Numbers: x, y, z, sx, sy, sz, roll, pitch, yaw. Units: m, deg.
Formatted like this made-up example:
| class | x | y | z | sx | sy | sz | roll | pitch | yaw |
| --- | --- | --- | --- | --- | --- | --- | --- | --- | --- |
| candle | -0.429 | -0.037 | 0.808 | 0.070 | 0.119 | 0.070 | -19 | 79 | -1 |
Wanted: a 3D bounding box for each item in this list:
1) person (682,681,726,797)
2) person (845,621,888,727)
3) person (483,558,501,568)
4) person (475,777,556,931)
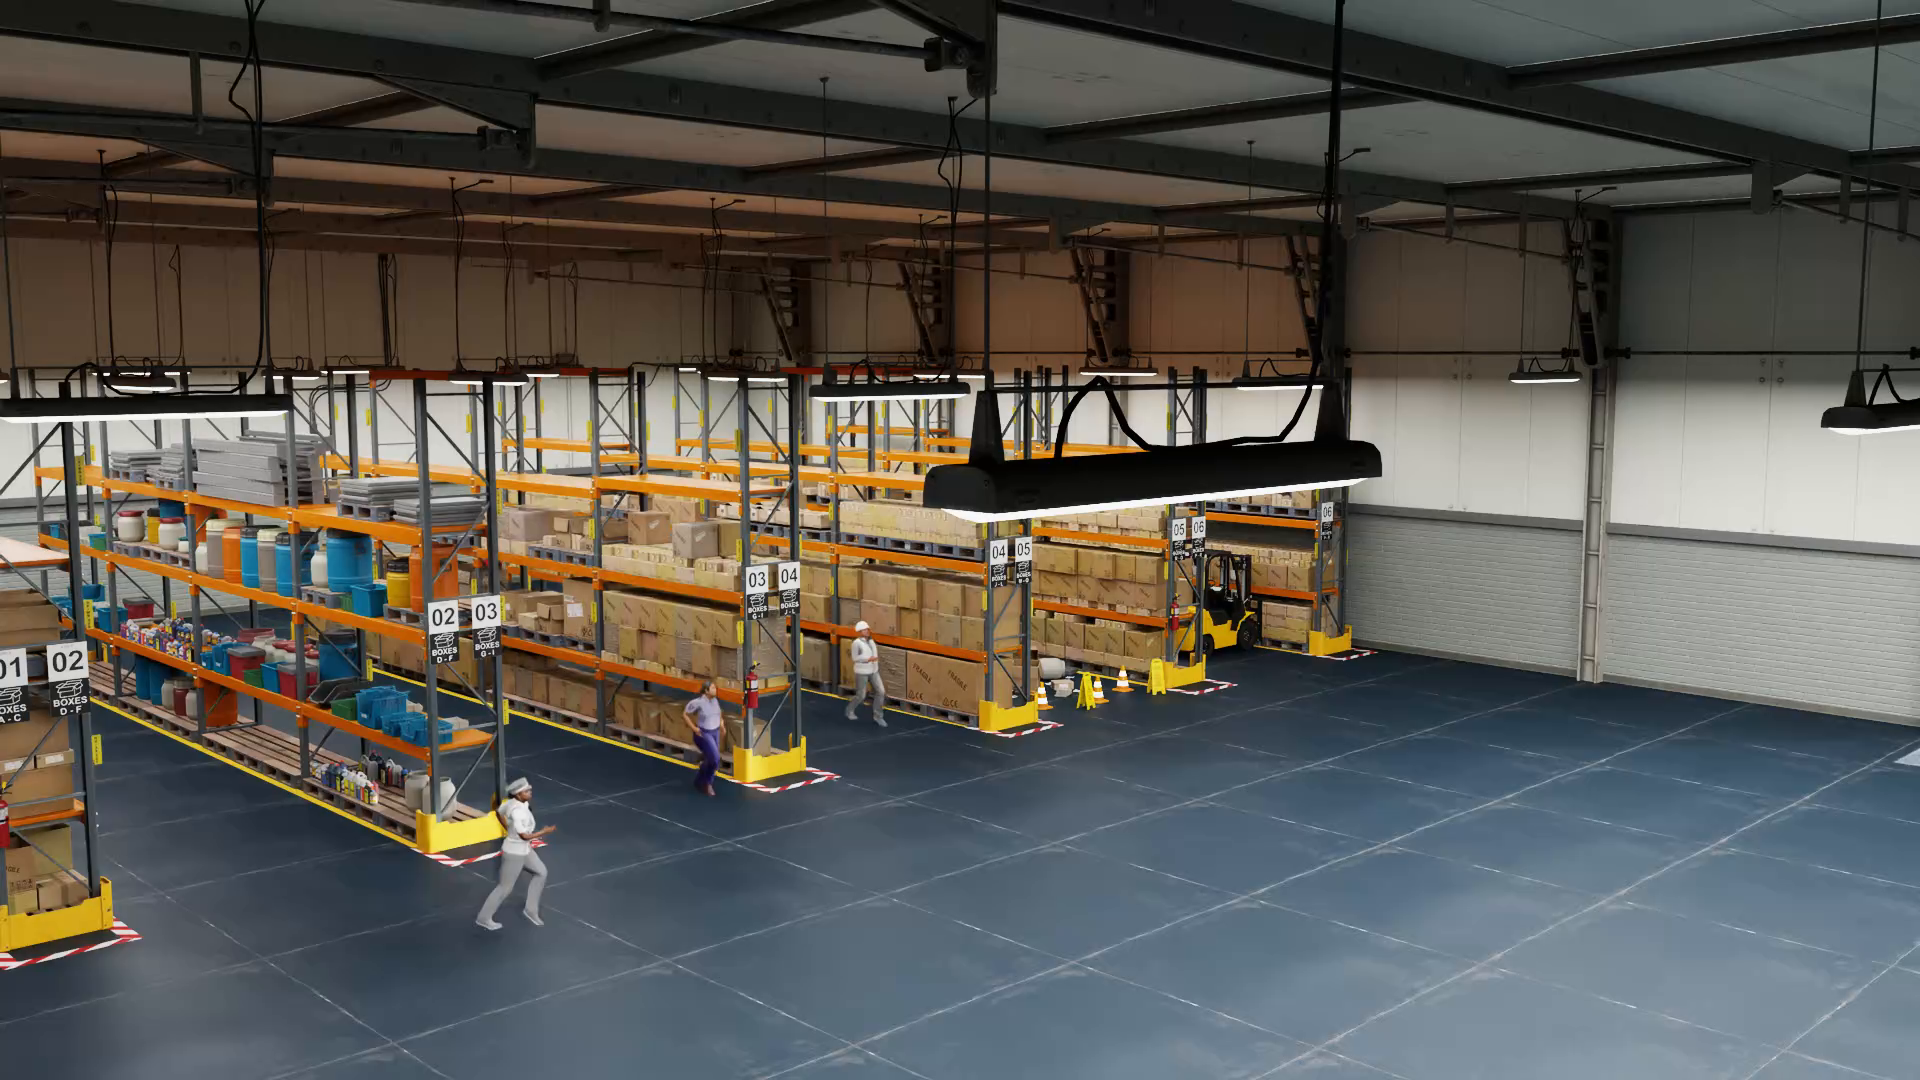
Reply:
| class | x | y | z | sx | sy | sz | roll | pitch | yaw |
| --- | --- | --- | --- | --- | --- | --- | --- | --- | --- |
| person | -3.616 | 2.841 | 23.867 | 0.653 | 1.650 | 0.619 | 4 | 8 | 32 |
| person | -1.597 | 2.276 | 28.334 | 0.822 | 1.809 | 0.661 | 6 | 9 | 43 |
| person | -11.390 | 0.956 | 40.344 | 0.721 | 1.666 | 0.604 | 5 | 8 | 39 |
| person | -4.876 | 3.443 | 18.235 | 0.878 | 1.733 | 0.586 | -1 | 7 | -12 |
